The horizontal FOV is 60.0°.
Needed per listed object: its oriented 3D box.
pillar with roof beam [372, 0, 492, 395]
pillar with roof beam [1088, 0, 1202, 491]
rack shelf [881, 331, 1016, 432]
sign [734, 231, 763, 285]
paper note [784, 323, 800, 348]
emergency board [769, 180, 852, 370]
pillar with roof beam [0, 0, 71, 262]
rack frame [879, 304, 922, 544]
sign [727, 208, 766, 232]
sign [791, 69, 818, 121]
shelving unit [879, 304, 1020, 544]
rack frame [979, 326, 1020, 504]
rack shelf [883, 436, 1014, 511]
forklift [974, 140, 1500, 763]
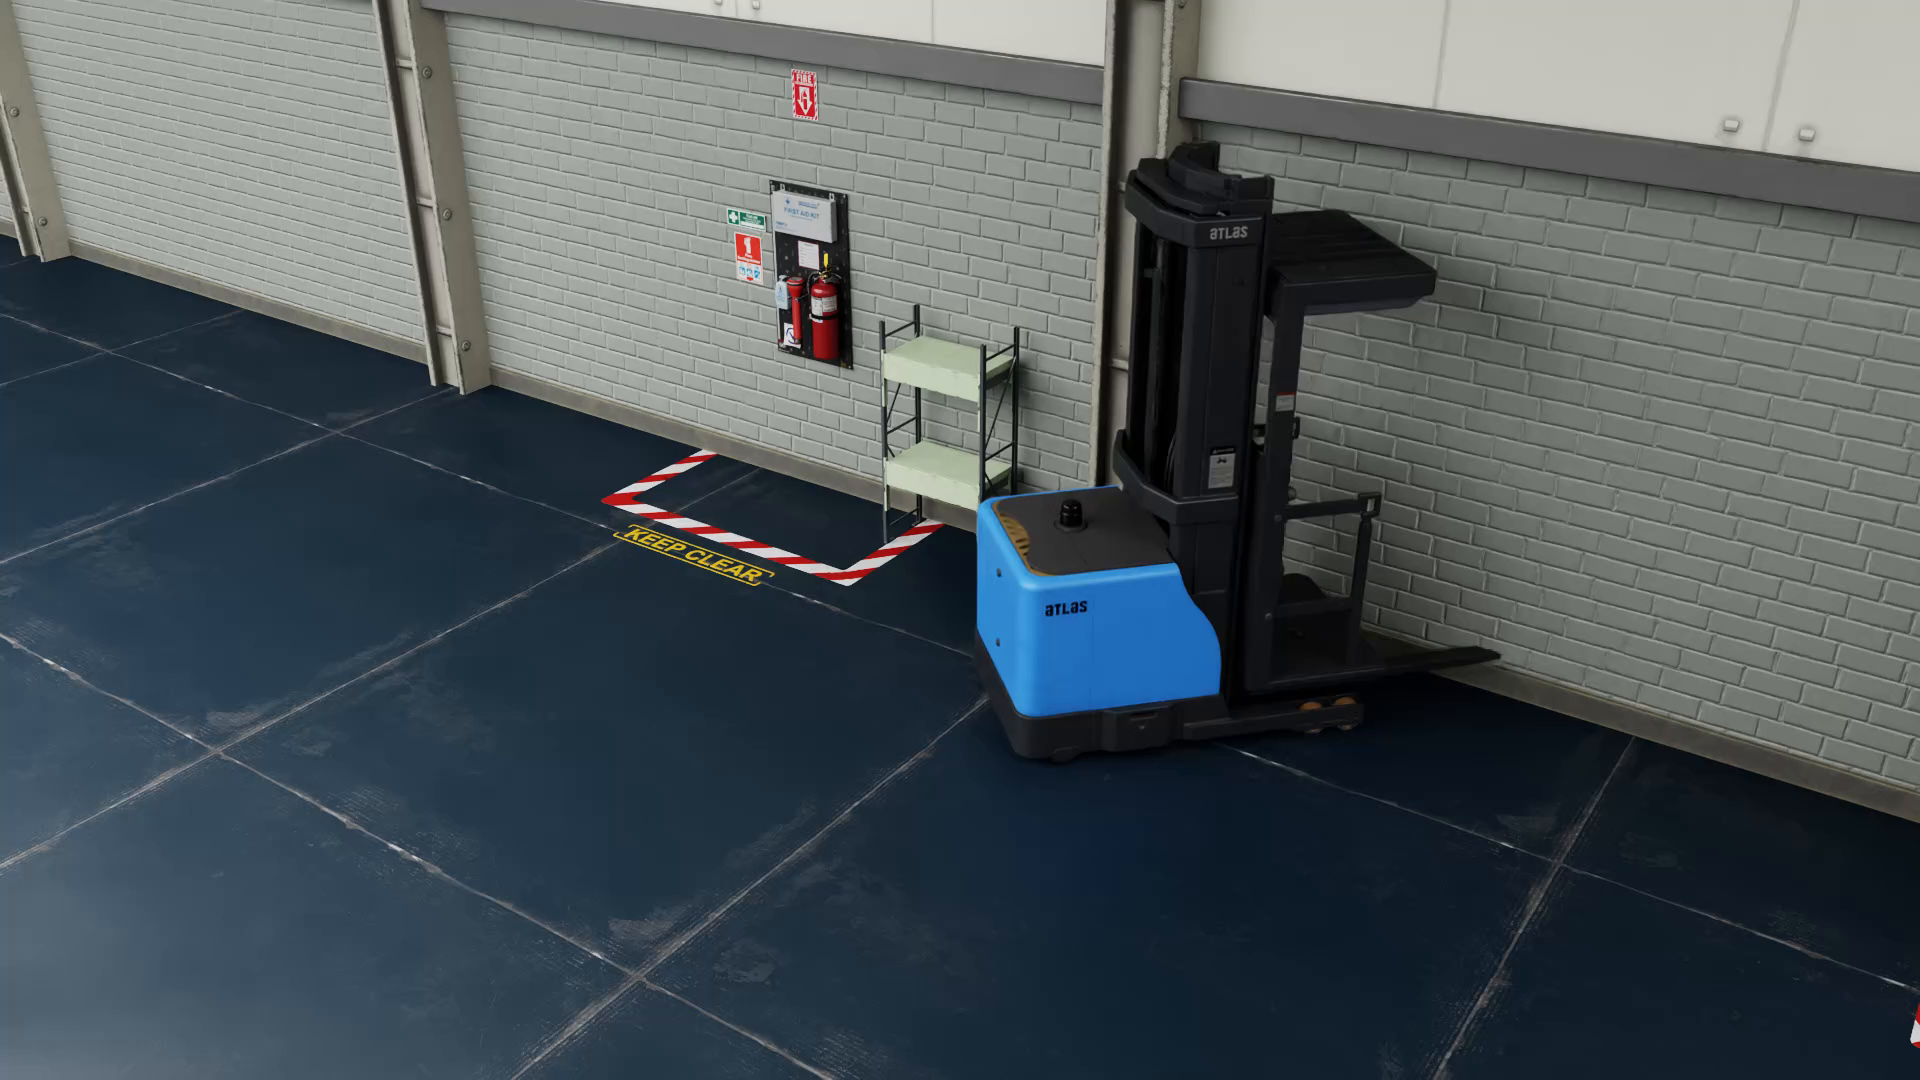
[{"bbox_3d":[-6.380,-3.641,7.983,0.400,9.000,9.100,17,32,30],"label":"pillar with roof beam"},{"bbox_3d":[-1.435,-2.100,4.955,0.400,9.000,9.100,17,32,30],"label":"pillar with roof beam"},{"bbox_3d":[-0.066,-0.976,10.153,0.720,0.370,0.431,17,32,30],"label":"rack shelf"},{"bbox_3d":[-1.410,-1.881,11.100,0.234,0.329,0.001,17,32,30],"label":"sign"},{"bbox_3d":[-1.120,-1.364,11.093,0.142,0.148,0.016,17,32,30],"label":"paper note"},{"bbox_3d":[-1.013,-1.685,10.754,0.643,1.169,0.194,17,32,30],"label":"emergency board"},{"bbox_3d":[-11.326,-5.182,11.010,0.400,9.000,9.100,17,32,30],"label":"pillar with roof beam"},{"bbox_3d":[-0.369,-0.721,10.512,0.023,1.500,0.400,17,32,30],"label":"rack frame"},{"bbox_3d":[-1.411,-2.113,10.971,0.331,0.109,0.001,17,32,30],"label":"sign"},{"bbox_3d":[-0.963,-2.757,10.305,0.199,0.298,0.001,17,32,30],"label":"sign"},{"bbox_3d":[-0.066,-0.628,10.330,0.755,1.500,0.431,17,32,30],"label":"shelving unit"},{"bbox_3d":[0.237,-0.535,10.147,0.023,1.500,0.400,17,32,30],"label":"rack frame"},{"bbox_3d":[-0.066,-0.337,10.478,0.720,0.370,0.431,17,32,30],"label":"rack shelf"},{"bbox_3d":[1.651,-0.514,8.528,3.031,2.935,1.130,-6,28,-12],"label":"forklift"}]
